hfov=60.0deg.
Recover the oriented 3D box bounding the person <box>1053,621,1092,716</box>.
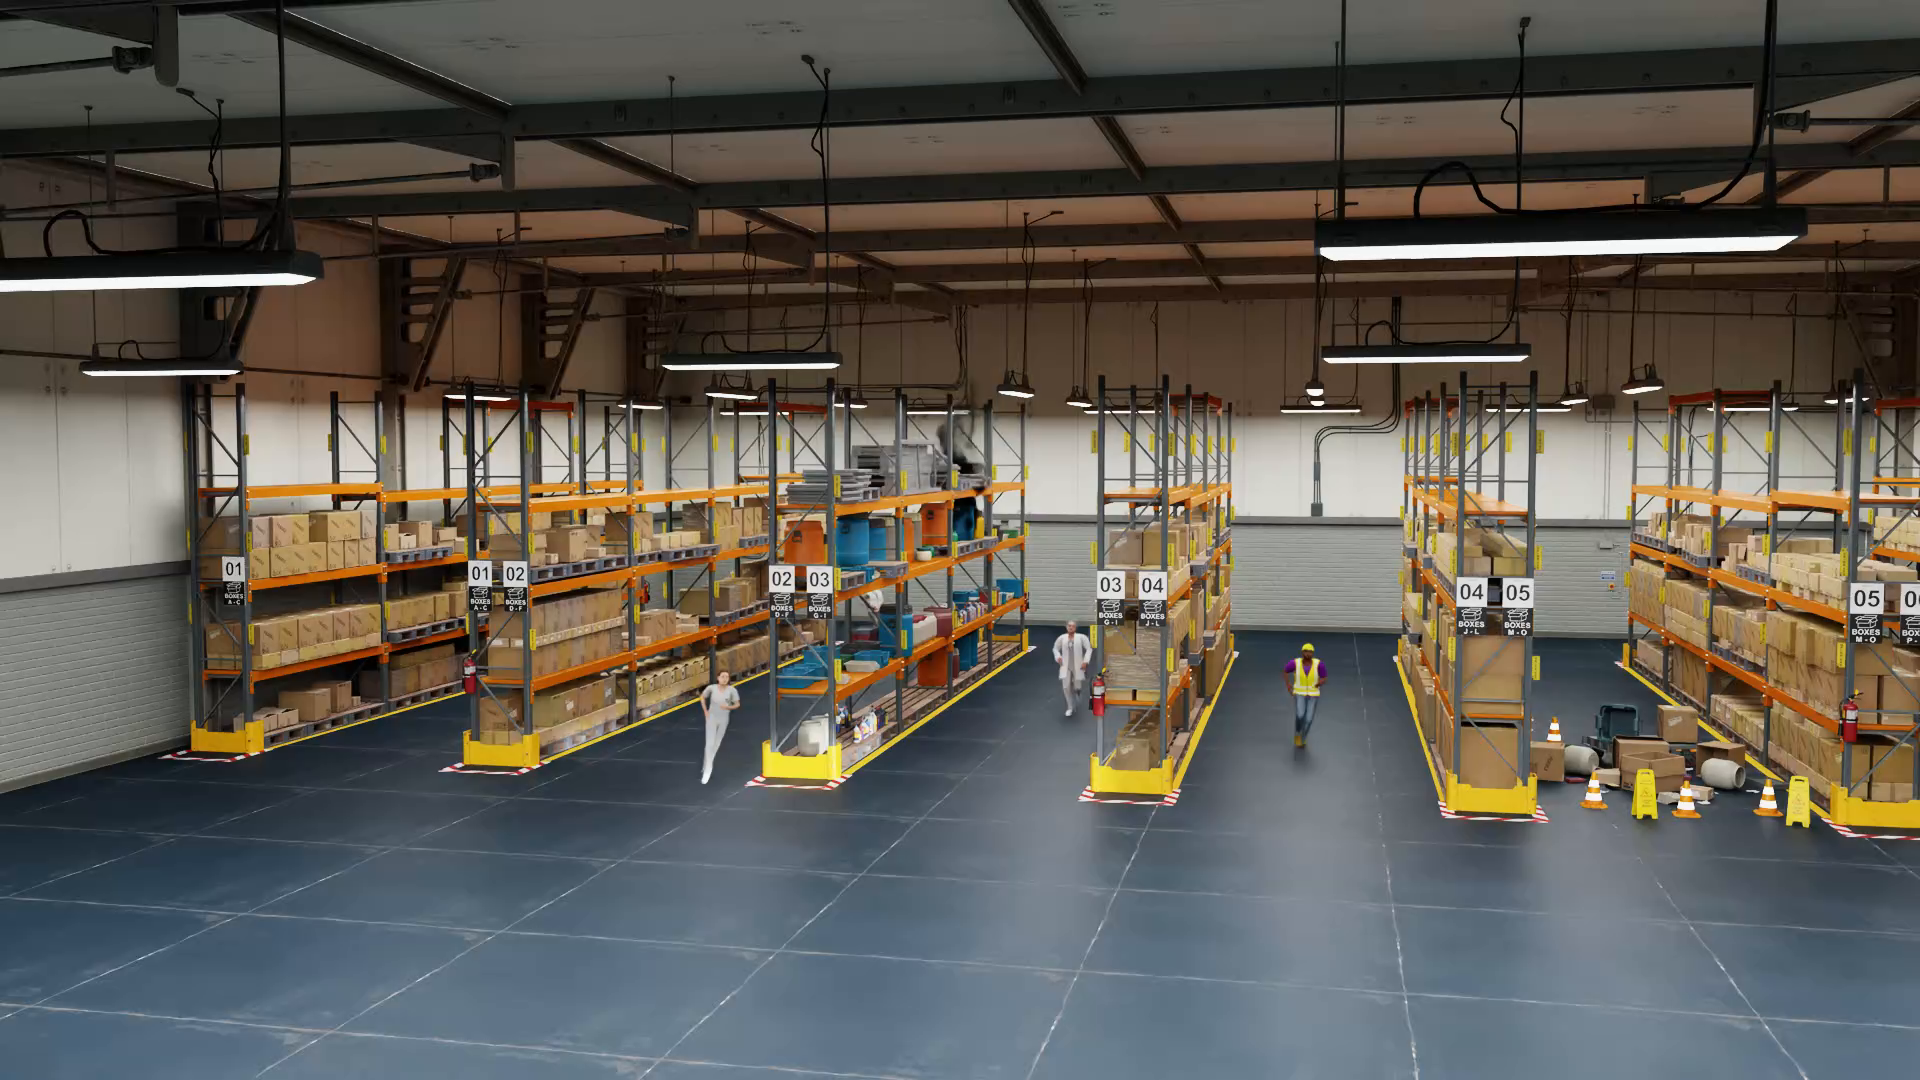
[{"bbox_3d":[2.092,2.375,31.048,0.741,1.737,0.709,1,3,9],"label":"person"}]

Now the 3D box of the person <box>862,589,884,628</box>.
[{"bbox_3d":[-2.180,1.757,42.092,0.715,1.684,0.592,-2,4,-36],"label":"person"}]

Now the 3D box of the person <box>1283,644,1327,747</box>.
[{"bbox_3d":[5.701,2.556,27.390,0.689,1.721,0.694,0,3,3],"label":"person"}]

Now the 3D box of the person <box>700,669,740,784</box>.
[{"bbox_3d":[-3.647,2.763,25.028,0.640,1.691,0.792,-1,3,-19],"label":"person"}]
